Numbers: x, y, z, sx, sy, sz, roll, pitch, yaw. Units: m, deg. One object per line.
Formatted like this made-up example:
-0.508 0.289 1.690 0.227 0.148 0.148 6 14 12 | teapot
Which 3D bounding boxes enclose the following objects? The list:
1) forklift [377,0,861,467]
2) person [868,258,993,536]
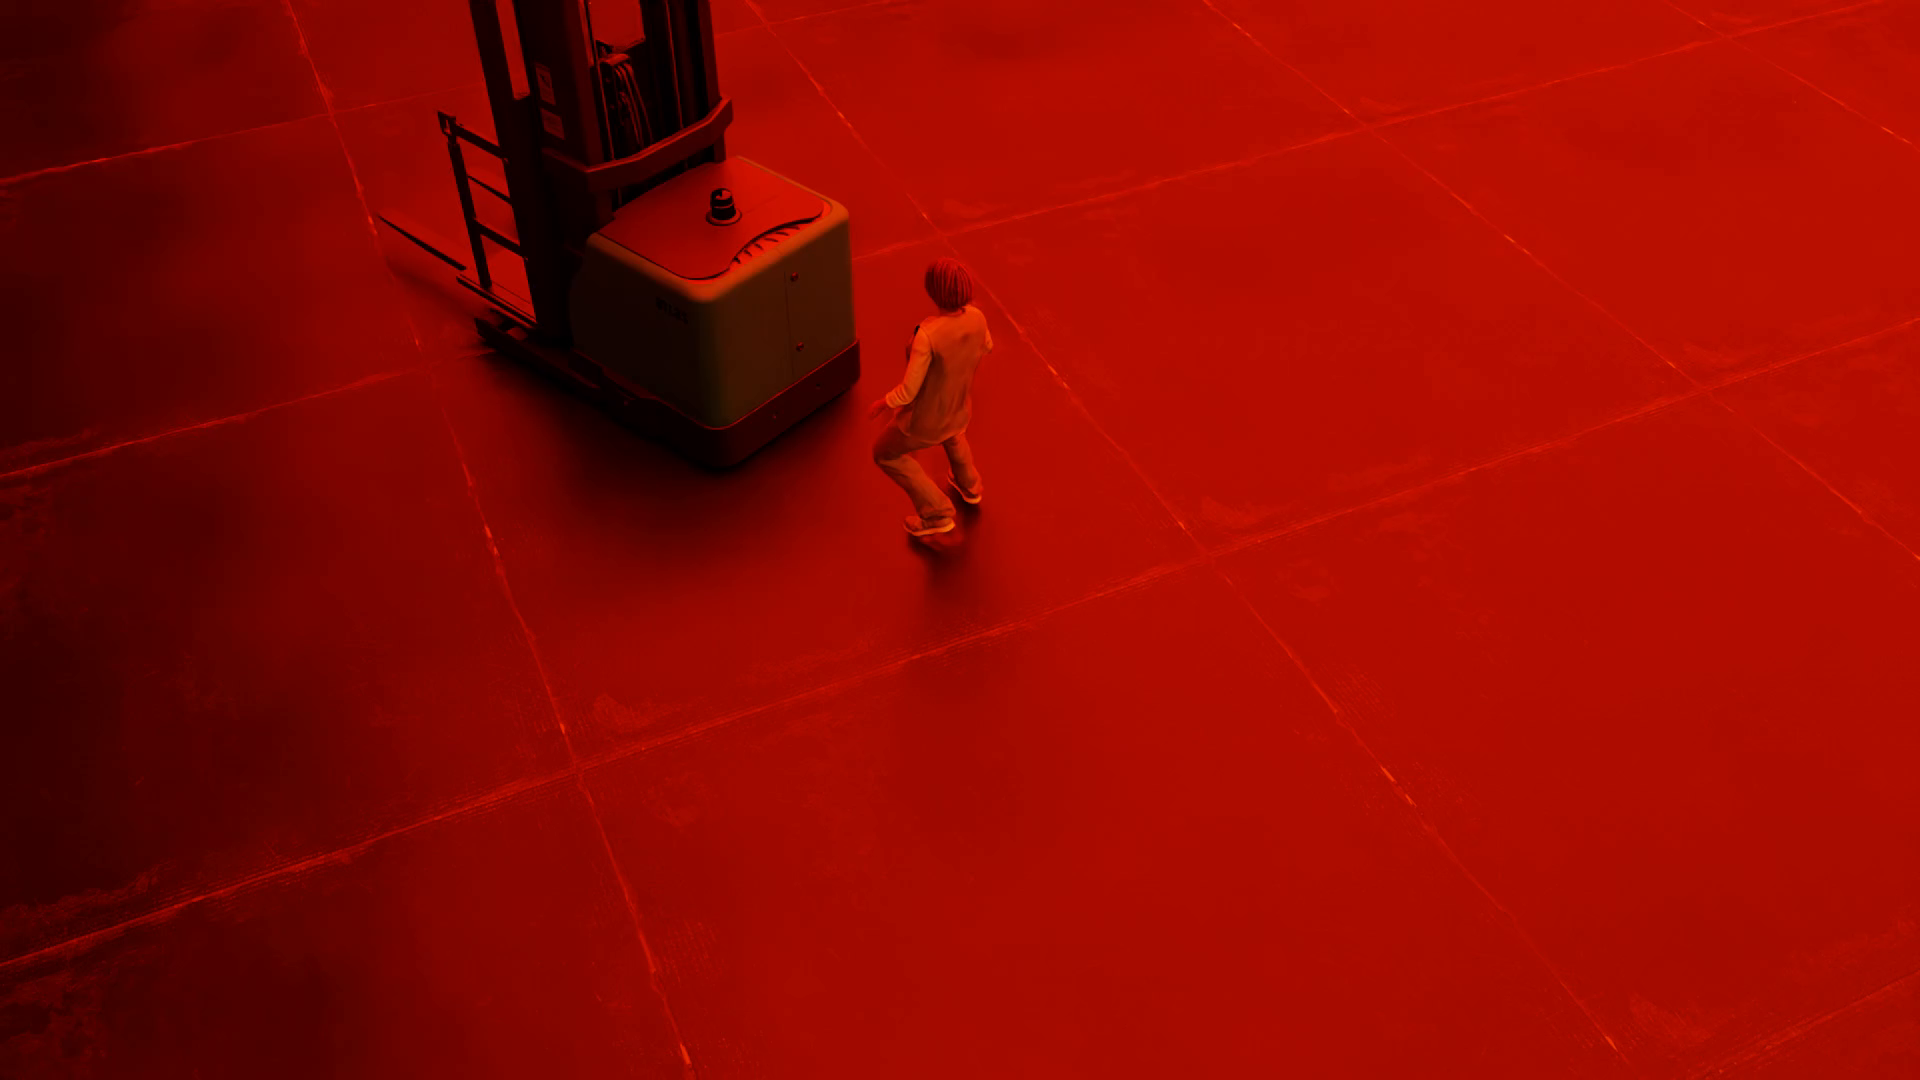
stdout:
-1.964 -2.284 8.128 3.031 2.935 1.130 30 51 28 | forklift
-0.099 -0.640 7.400 0.640 1.512 0.460 -32 52 -29 | person
